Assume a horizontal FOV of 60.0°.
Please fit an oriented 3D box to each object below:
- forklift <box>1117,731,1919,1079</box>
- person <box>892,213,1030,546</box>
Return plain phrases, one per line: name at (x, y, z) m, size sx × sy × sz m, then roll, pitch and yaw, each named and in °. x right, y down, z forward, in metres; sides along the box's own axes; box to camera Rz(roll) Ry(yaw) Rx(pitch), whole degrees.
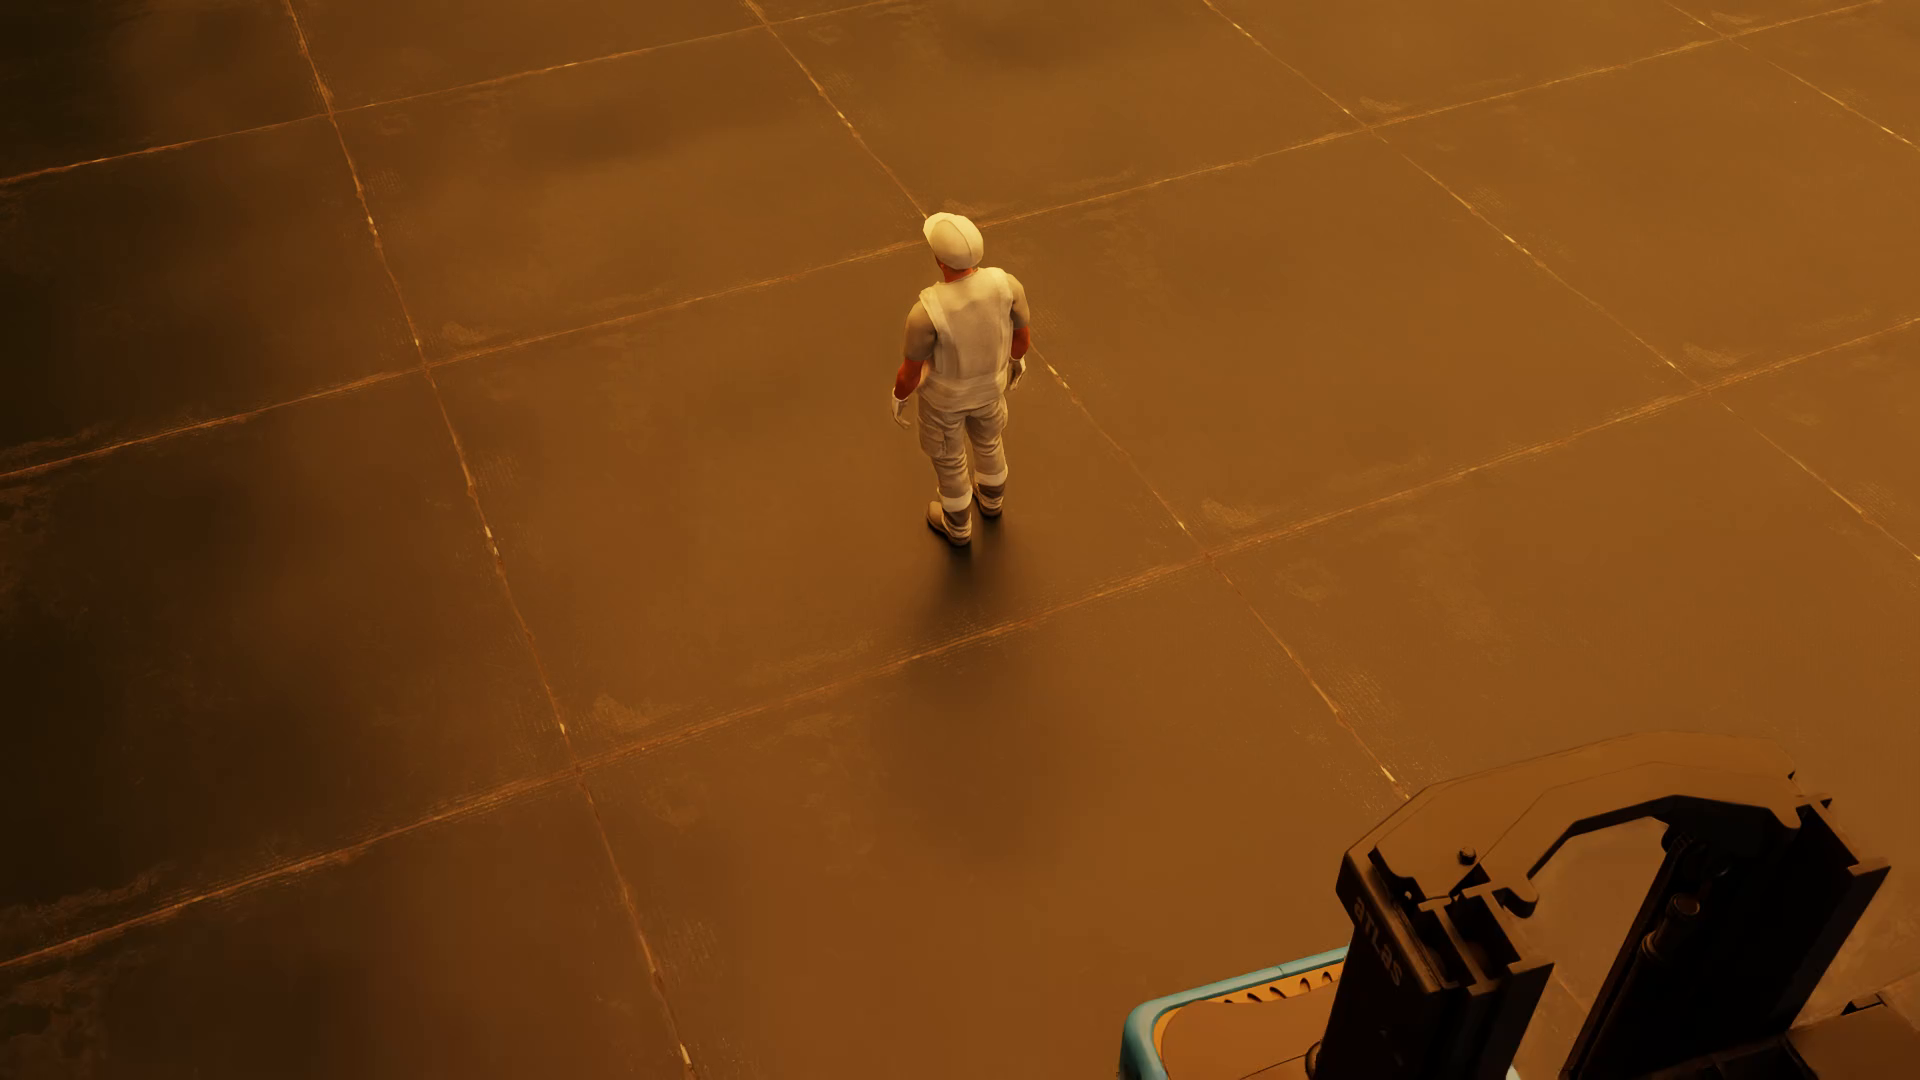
forklift at (1.374, 1.935, 3.606) m, size 1.130 × 2.935 × 3.031 m, roll -12°, pitch 44°, yaw -12°
person at (-0.022, -0.713, 7.270) m, size 0.637 × 1.787 × 0.564 m, roll -18°, pitch 46°, yaw -18°
